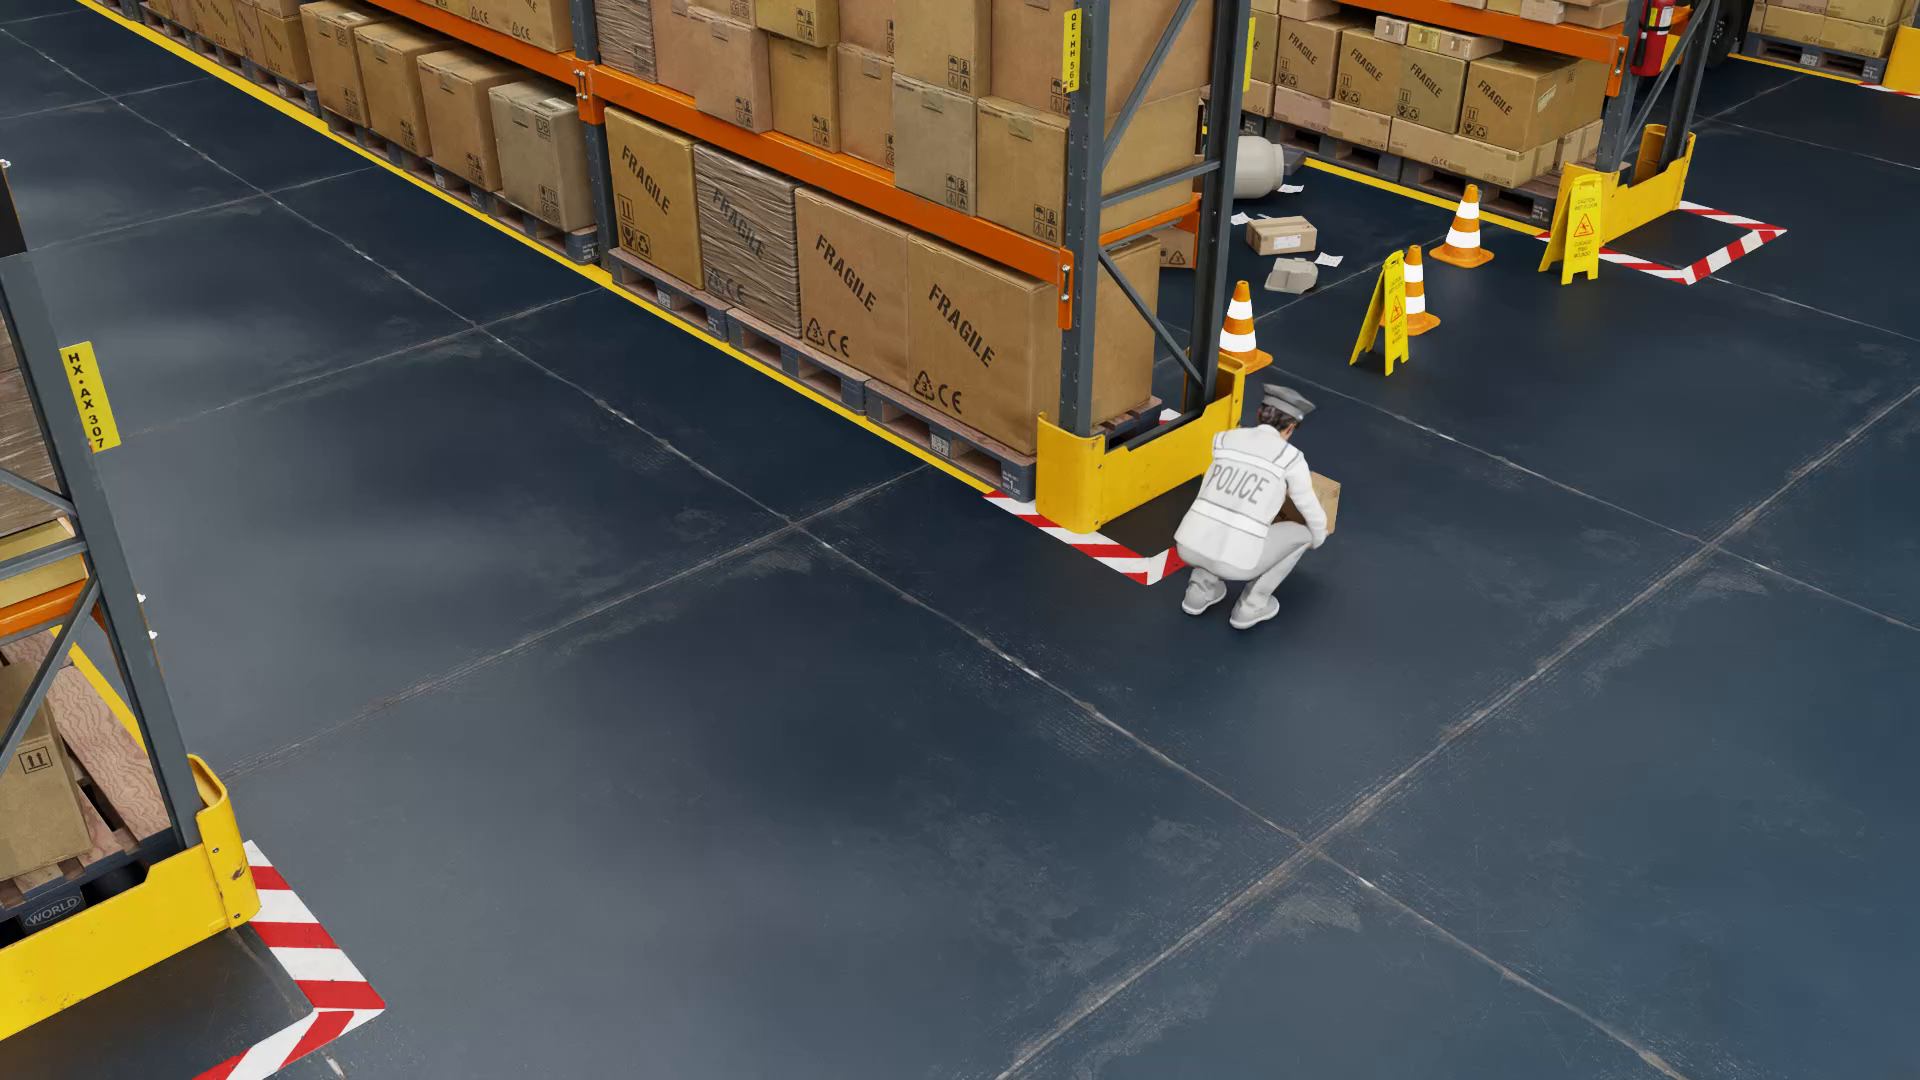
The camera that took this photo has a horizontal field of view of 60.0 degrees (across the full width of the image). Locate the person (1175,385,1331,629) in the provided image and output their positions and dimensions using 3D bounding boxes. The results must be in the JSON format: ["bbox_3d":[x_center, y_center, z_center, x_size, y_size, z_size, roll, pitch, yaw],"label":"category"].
[{"bbox_3d":[1.261,-0.139,7.040,0.505,0.959,0.834,26,40,35],"label":"person"}]
